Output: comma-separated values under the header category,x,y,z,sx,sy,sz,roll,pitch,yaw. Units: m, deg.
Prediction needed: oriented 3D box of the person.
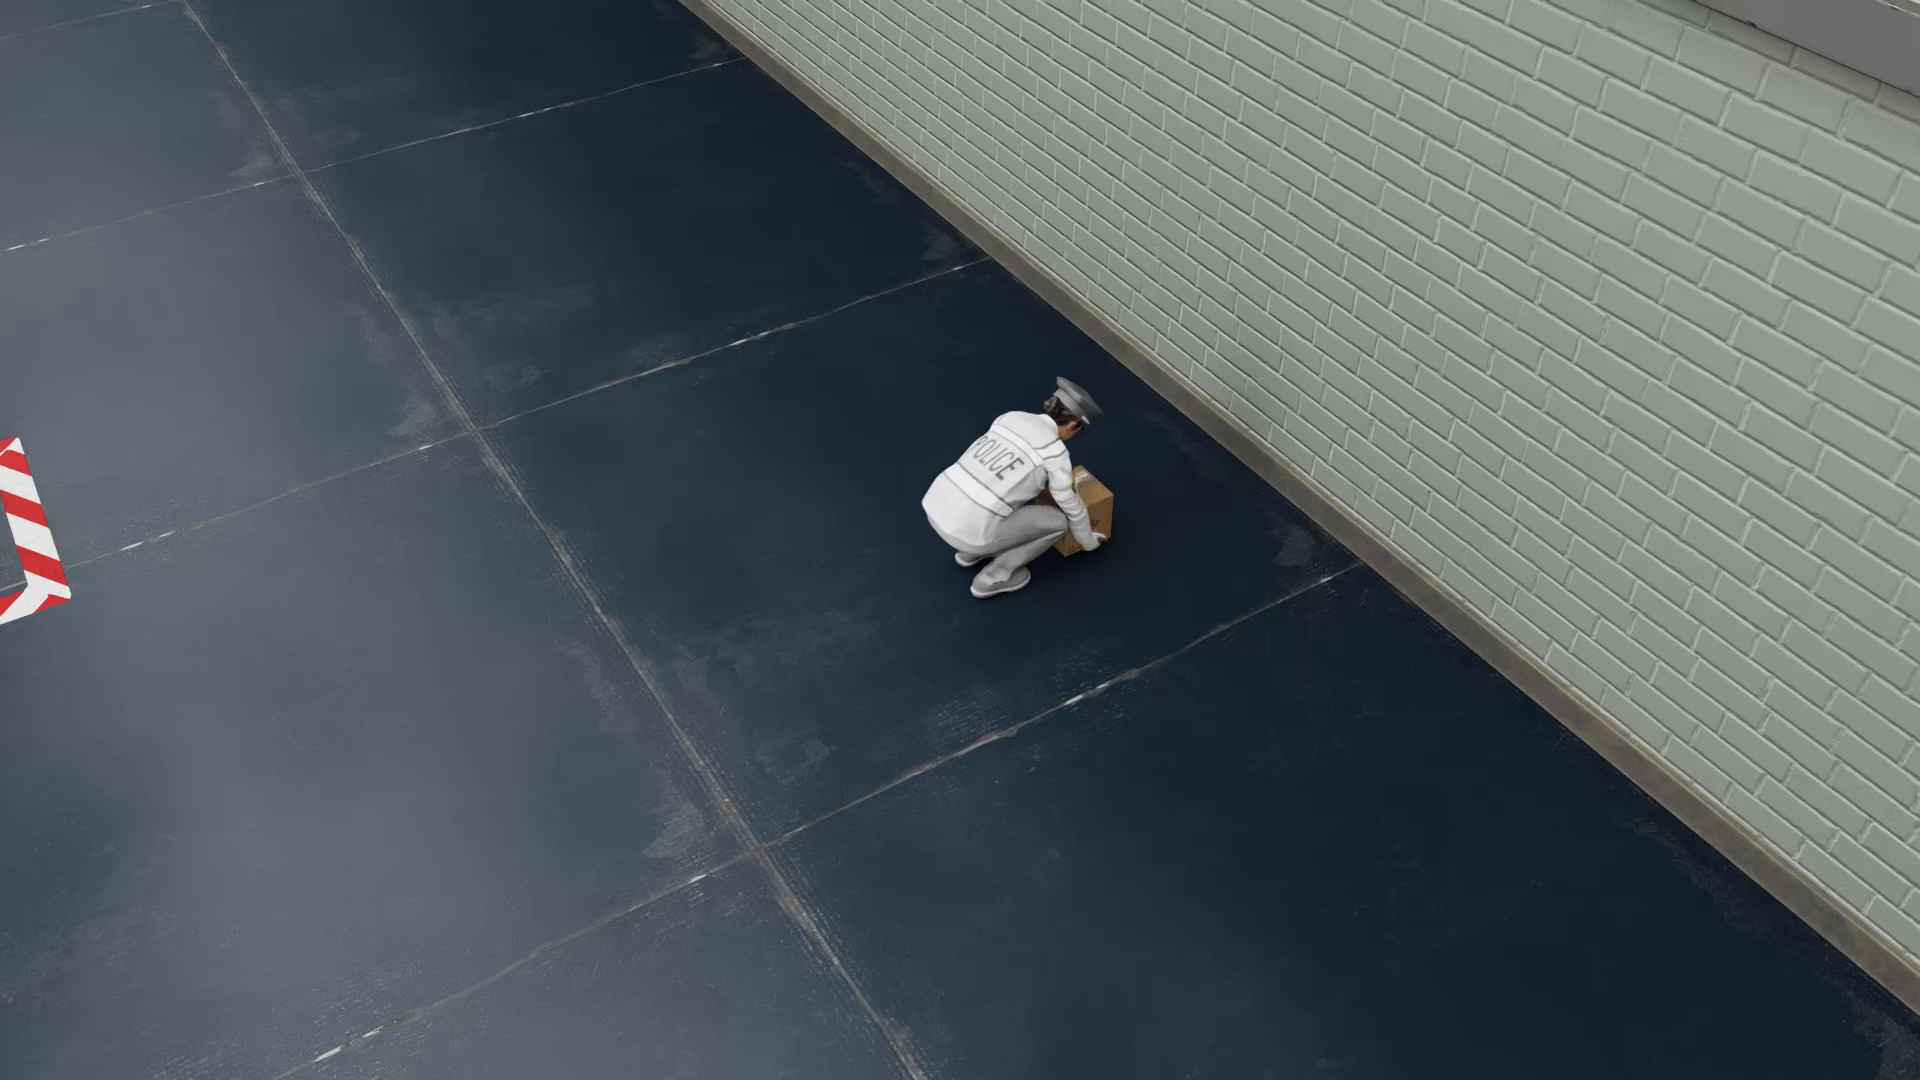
category,x,y,z,sx,sy,sz,roll,pitch,yaw
person,0.251,-0.210,7.095,0.874,0.849,0.473,-23,46,-24
